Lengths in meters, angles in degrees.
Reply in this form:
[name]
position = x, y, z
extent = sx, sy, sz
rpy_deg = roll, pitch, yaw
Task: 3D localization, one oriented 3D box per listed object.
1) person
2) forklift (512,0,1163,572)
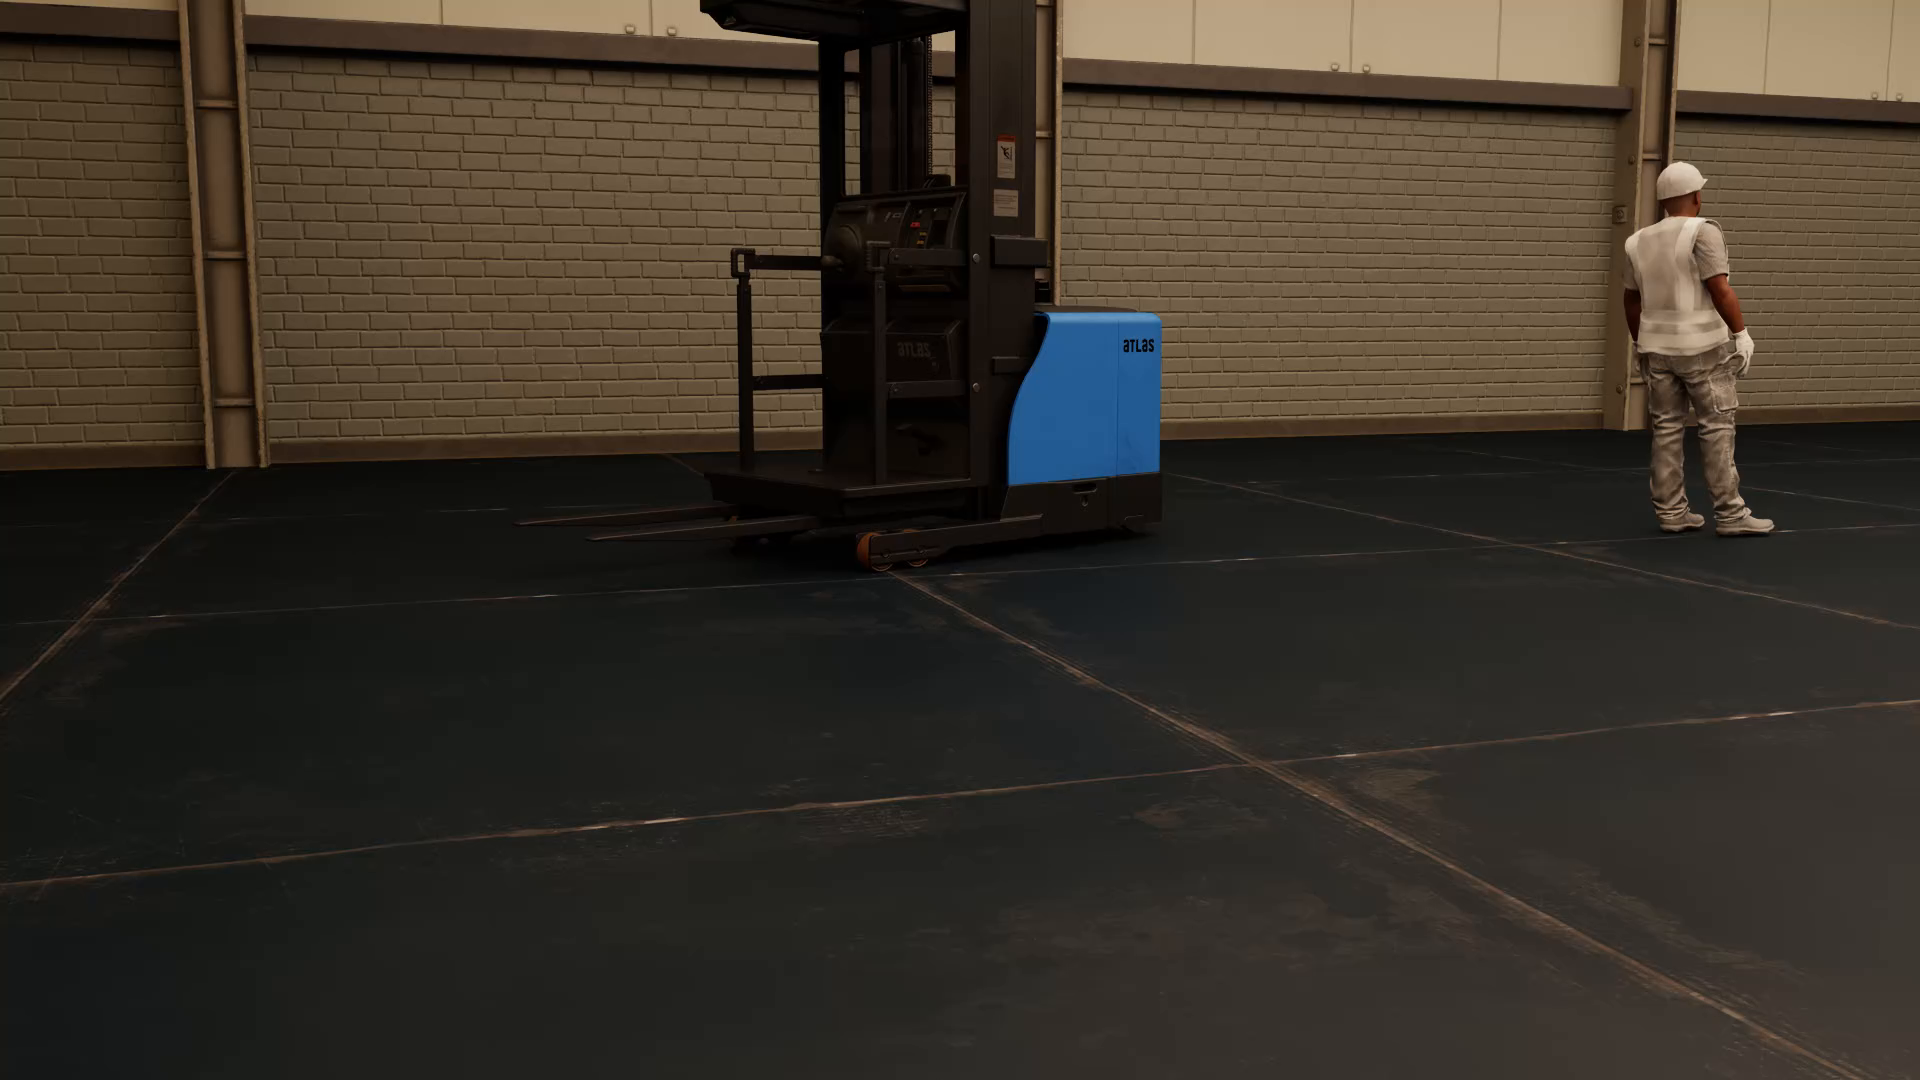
[person]
position = 3.592, -0.933, 8.117
extent = 0.575, 1.785, 0.656
rpy_deg = -4, 9, -26
[forklift]
position = -0.461, -1.399, 7.333
extent = 3.031, 2.935, 1.130
rpy_deg = -7, 10, -40
